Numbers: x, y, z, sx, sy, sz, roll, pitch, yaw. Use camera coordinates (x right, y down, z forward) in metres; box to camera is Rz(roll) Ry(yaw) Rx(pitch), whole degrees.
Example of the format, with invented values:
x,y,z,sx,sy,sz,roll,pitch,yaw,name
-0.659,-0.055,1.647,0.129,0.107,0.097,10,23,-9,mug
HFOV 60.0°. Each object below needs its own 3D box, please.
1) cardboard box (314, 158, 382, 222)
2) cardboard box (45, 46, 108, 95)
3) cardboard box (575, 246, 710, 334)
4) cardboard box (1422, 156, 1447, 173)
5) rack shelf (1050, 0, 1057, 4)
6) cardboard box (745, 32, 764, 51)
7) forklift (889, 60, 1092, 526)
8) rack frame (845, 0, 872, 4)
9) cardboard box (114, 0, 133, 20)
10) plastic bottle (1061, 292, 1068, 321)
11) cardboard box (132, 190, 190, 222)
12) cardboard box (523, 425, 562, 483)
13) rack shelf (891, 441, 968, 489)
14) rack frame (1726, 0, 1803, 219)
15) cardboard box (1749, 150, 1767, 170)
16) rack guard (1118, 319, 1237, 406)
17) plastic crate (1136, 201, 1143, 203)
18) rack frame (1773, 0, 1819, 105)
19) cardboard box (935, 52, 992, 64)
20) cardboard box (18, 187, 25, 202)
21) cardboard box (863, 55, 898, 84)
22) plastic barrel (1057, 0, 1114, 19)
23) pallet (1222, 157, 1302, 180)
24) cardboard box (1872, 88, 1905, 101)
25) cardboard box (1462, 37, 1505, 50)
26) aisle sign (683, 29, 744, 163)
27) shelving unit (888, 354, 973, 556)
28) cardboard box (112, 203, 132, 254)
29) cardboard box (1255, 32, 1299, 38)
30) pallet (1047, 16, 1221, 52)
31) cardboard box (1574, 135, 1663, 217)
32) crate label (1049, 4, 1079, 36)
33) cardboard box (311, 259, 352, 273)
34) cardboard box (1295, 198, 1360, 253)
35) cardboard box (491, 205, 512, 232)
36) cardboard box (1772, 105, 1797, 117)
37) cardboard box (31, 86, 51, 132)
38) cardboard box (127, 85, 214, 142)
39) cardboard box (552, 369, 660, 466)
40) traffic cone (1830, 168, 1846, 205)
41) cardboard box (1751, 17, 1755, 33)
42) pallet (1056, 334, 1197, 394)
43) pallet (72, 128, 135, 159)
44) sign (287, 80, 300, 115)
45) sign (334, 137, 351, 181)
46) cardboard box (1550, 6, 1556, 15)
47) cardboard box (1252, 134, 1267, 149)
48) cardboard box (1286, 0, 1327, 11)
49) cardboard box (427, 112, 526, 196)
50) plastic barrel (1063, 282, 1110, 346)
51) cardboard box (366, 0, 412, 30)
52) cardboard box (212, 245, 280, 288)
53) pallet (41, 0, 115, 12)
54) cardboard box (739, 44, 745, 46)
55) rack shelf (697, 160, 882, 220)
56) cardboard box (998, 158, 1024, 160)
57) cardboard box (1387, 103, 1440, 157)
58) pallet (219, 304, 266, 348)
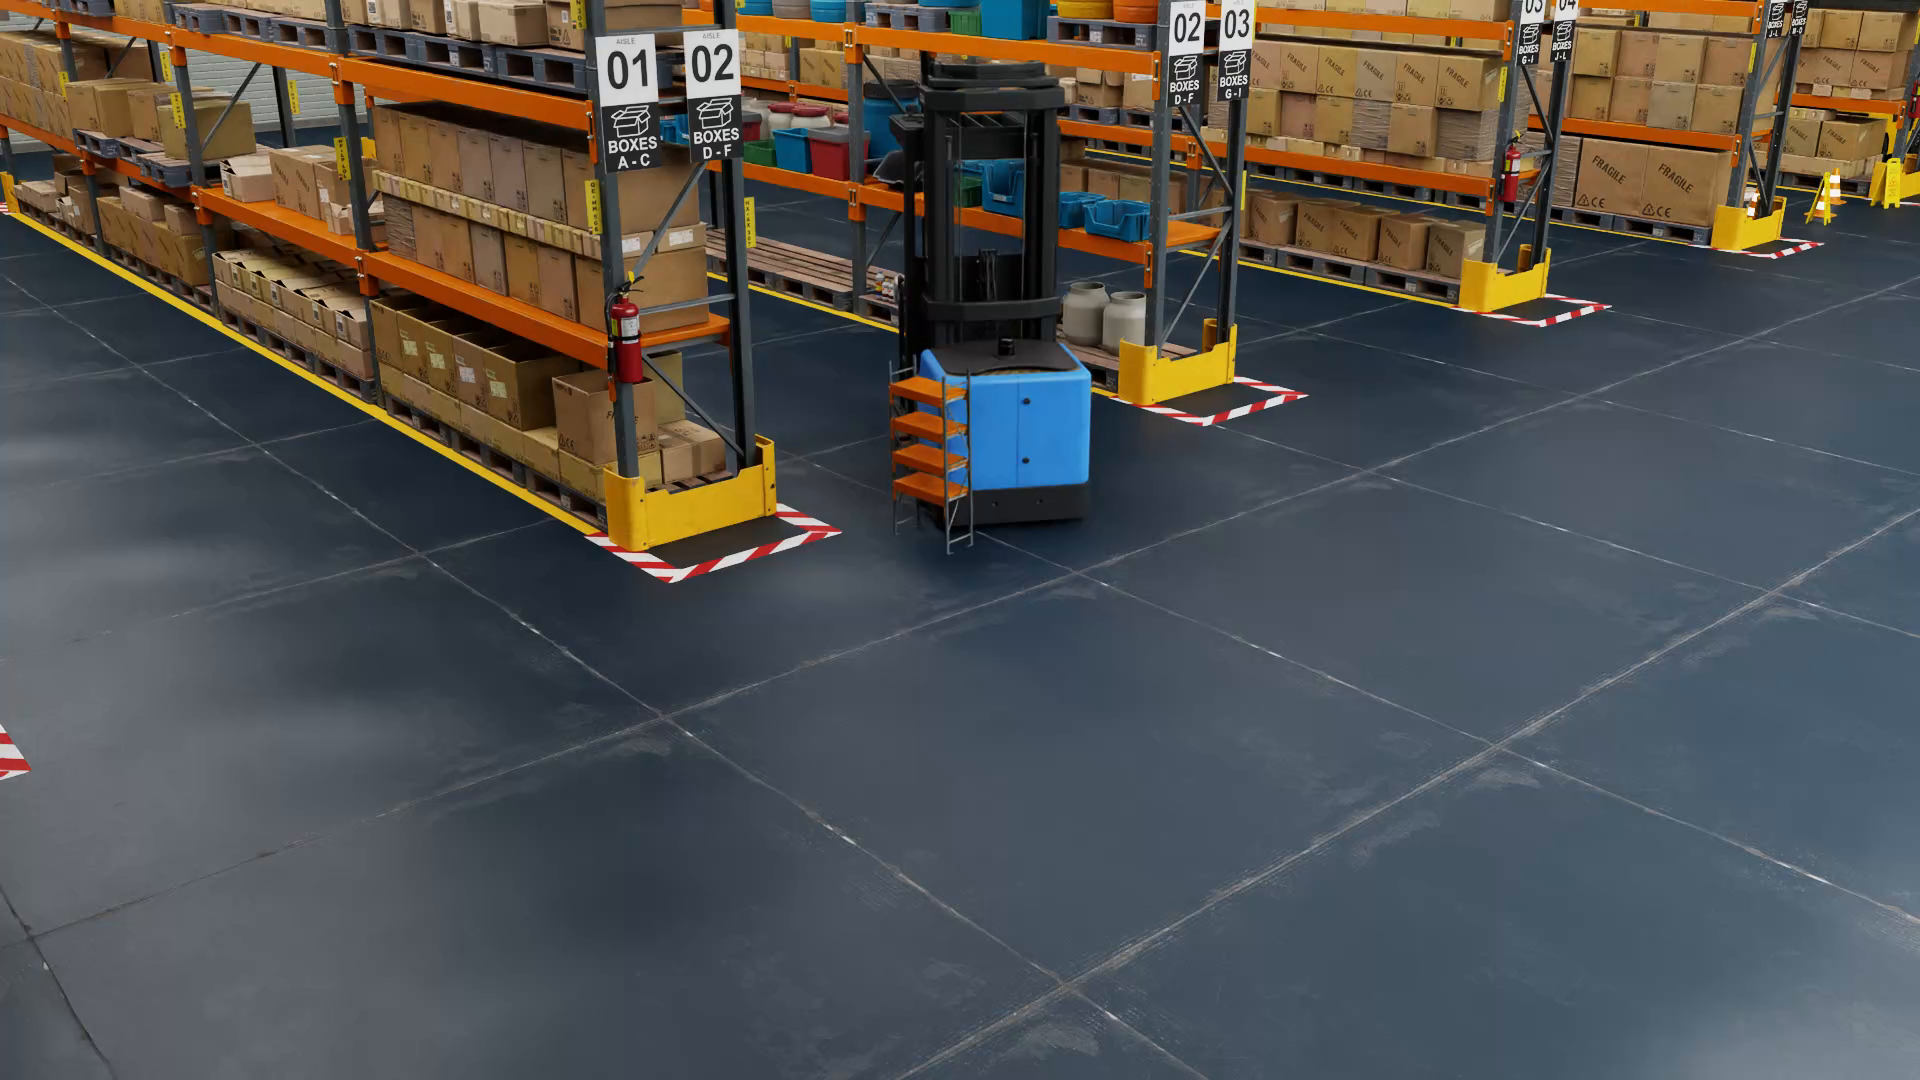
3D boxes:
x,y,z,sx,sy,sz,roll,pitch,yaw,name
-5.252,-3.017,14.437,0.500,0.500,0.500,-15,26,-34,cardboard box
-10.167,-5.409,19.174,0.500,0.500,0.500,-17,27,-37,cardboard box
-2.103,-1.682,11.029,0.700,0.500,0.500,-17,27,-37,cardboard box
4.992,-3.900,17.172,0.380,0.149,0.250,-17,27,-37,cardboard box
1.783,-6.580,20.545,1.077,0.370,4.000,-17,27,-37,rack shelf
-2.960,-7.797,25.548,0.500,0.500,0.500,-17,27,-37,cardboard box
0.104,-1.960,11.970,1.130,2.935,3.031,-4,22,-10,forklift
-0.664,-6.581,15.446,1.000,3.000,0.127,-17,27,-37,rack frame
-8.013,-5.554,16.802,0.910,0.500,0.500,-17,27,-37,cardboard box
0.999,-2.192,15.604,0.097,0.271,0.097,0,21,0,plastic bottle
-8.529,-3.603,17.866,0.500,0.250,0.500,-18,28,-38,cardboard box
-2.717,-0.632,11.680,0.500,0.250,0.500,-17,27,-37,cardboard box
-0.186,-0.487,10.758,0.480,0.148,0.258,20,30,41,rack shelf
9.523,-5.014,19.672,1.000,3.000,0.127,-17,27,-37,rack frame
11.797,-5.583,24.320,0.500,0.250,0.500,-19,28,-39,cardboard box
1.862,-1.528,14.199,1.175,0.500,0.348,-17,27,-37,rack guard
1.606,-2.883,14.593,0.298,0.136,0.250,-17,27,-37,plastic crate
14.354,-8.508,28.593,1.000,3.000,0.127,-17,27,-37,rack frame
0.012,-6.791,22.697,0.797,0.503,0.637,-16,27,-36,cardboard box
-12.076,-4.543,21.753,0.380,0.166,0.250,-17,27,-37,cardboard box
-1.027,-6.618,23.630,0.500,0.500,0.500,-17,27,-36,cardboard box
1.106,-4.647,13.788,0.600,0.588,0.600,0,21,0,plastic barrel
4.758,-5.690,25.222,1.003,0.211,1.213,-17,27,-37,pallet
12.800,-6.156,22.932,0.380,0.149,0.250,-16,27,-36,cardboard box
7.126,-6.582,21.988,0.875,0.550,0.550,-17,27,-37,cardboard box
-1.533,-2.769,10.376,0.394,0.787,0.004,-17,27,-37,aisle sign
-0.188,-0.550,10.733,0.503,1.200,0.258,20,30,41,shelving unit
-9.153,-3.524,18.692,0.500,0.500,0.500,-17,27,-37,cardboard box
3.590,-5.558,19.145,0.500,0.500,0.500,-17,27,-37,cardboard box
1.481,-4.243,13.849,1.003,0.211,1.213,-17,27,-37,pallet
8.454,-4.634,21.041,0.875,0.875,0.875,-18,28,-38,cardboard box
0.975,-4.605,14.720,0.502,0.251,0.408,-17,27,-37,crate label
-5.830,-2.522,15.736,0.500,0.311,0.500,-18,27,-38,cardboard box
4.163,-3.569,18.834,0.500,0.500,0.500,19,29,40,cardboard box
-3.048,-2.270,11.640,0.380,0.149,0.250,-17,27,-36,cardboard box
11.863,-6.175,23.913,0.380,0.149,0.250,-16,27,-35,cardboard box
-10.836,-5.226,20.078,0.500,0.500,0.500,-17,27,-36,cardboard box
-8.441,-4.588,17.872,0.500,0.500,0.700,14,25,32,cardboard box
-2.384,-0.846,11.196,0.500,0.500,0.500,-17,27,-37,cardboard box
11.949,-4.851,22.734,0.336,0.463,0.334,-17,27,-37,traffic cone
11.752,-7.389,23.820,0.700,0.500,0.500,-18,27,-38,cardboard box
1.335,-1.619,14.828,1.003,0.211,1.213,-17,27,-37,pallet
-9.202,-4.483,18.580,1.003,0.211,1.213,-17,27,-37,pallet
-6.612,-4.386,16.482,0.100,0.325,0.005,-17,27,-37,sign
-4.824,-2.979,12.999,0.100,0.325,0.005,-17,27,-37,sign
9.467,-8.339,26.152,0.380,0.149,0.250,-19,28,-40,cardboard box
3.508,-4.517,18.747,0.380,0.149,0.250,-17,27,-37,cardboard box
3.853,-5.823,17.831,0.500,0.250,0.500,-19,28,-39,cardboard box
-3.468,-2.861,12.259,0.700,0.500,0.500,-17,27,-37,cardboard box
1.132,-2.021,14.867,0.421,0.512,0.421,0,21,0,plastic barrel
-3.938,-3.874,12.003,0.500,0.311,0.500,-19,29,-40,cardboard box
-6.911,-2.676,16.128,0.500,0.311,0.500,-16,27,-36,cardboard box
-9.269,-5.932,18.160,1.213,0.211,1.003,-17,27,-37,pallet
-3.622,-7.729,26.402,0.500,0.250,0.500,-18,28,-38,cardboard box
-1.970,-4.005,18.082,1.077,0.370,4.000,-17,27,-37,rack shelf
0.930,-4.932,22.287,0.700,0.500,0.500,-19,28,-40,cardboard box
4.944,-4.314,17.341,0.875,0.500,0.500,-17,27,-37,cardboard box
-6.522,-2.179,16.258,1.003,0.211,1.213,-17,27,-37,pallet
